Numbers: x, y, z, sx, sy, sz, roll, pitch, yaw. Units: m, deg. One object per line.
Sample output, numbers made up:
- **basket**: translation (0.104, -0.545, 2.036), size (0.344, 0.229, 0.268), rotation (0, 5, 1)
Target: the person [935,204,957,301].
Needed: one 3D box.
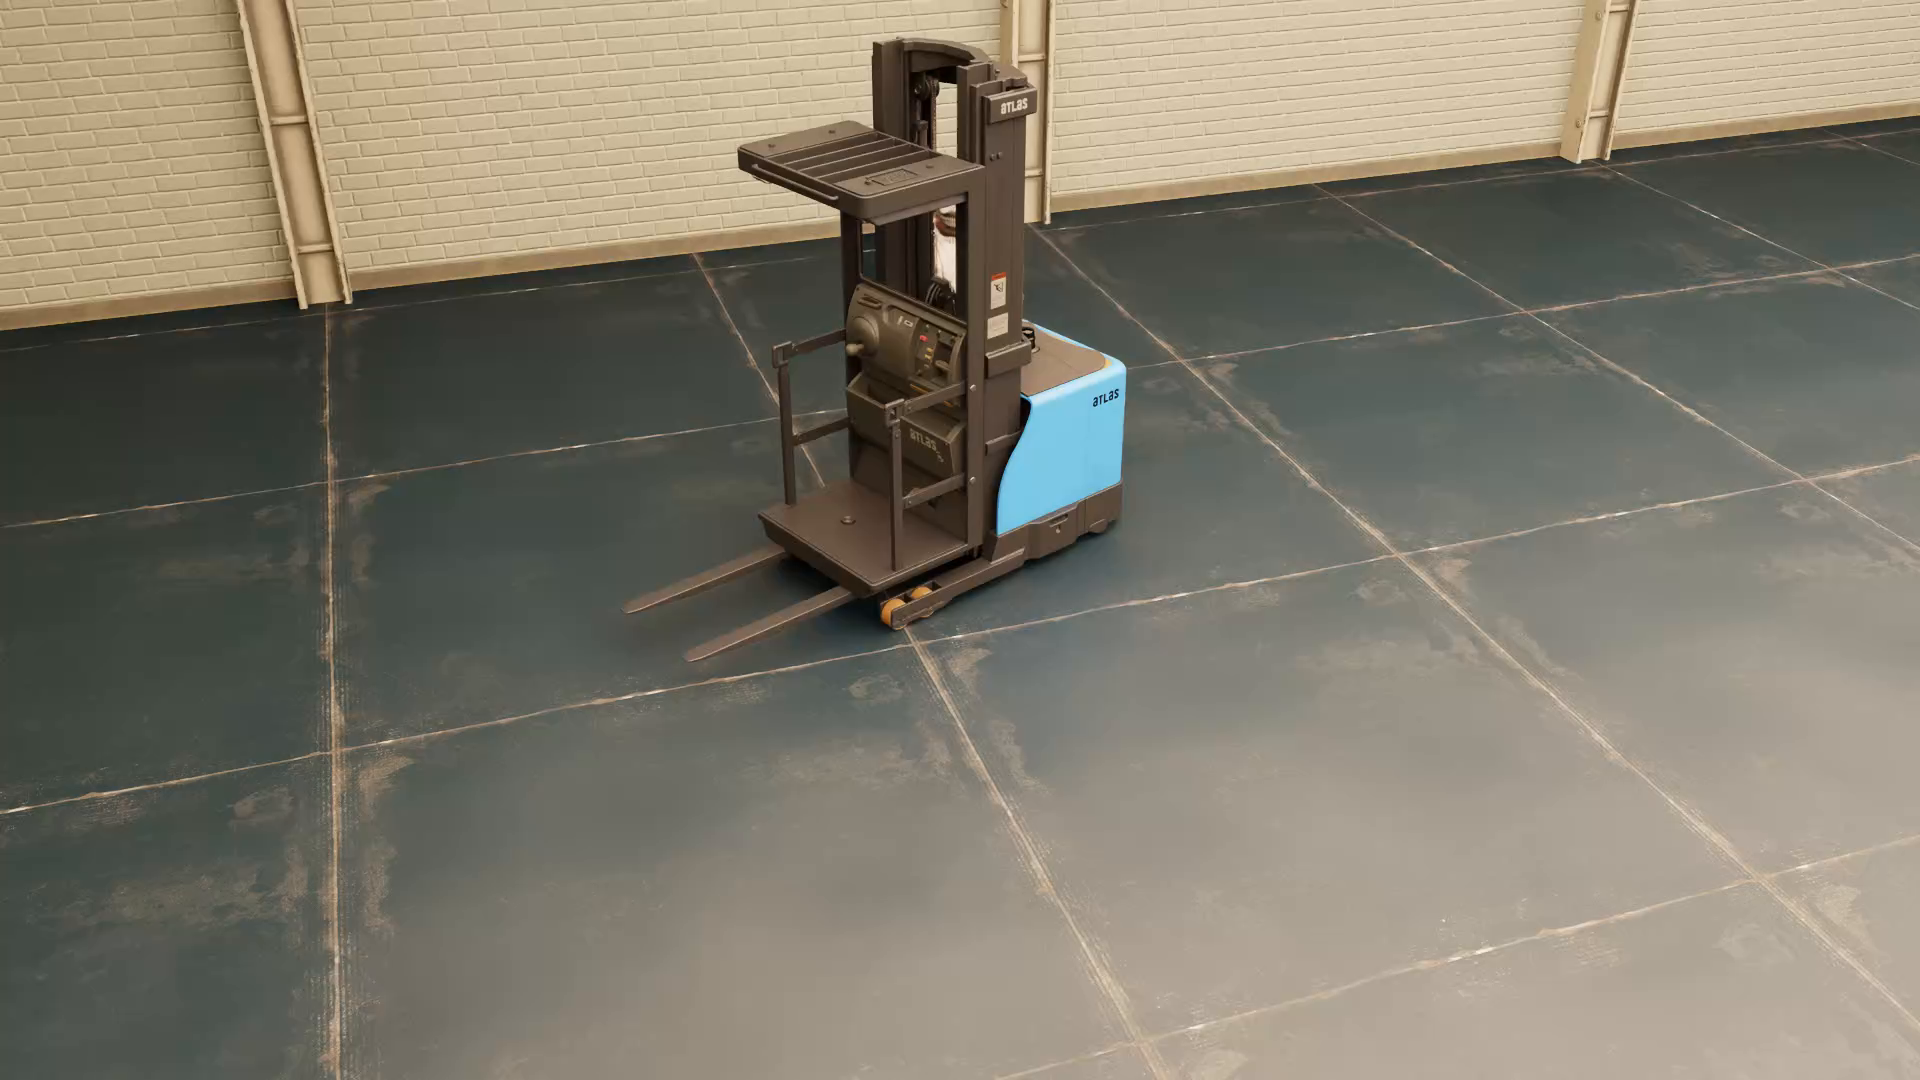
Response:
- **person**: translation (-0.061, -1.482, 10.931), size (0.951, 1.715, 0.451), rotation (-17, 34, -26)

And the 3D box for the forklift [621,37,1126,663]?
- **forklift**: translation (-0.461, -1.072, 8.951), size (3.031, 2.935, 1.130), rotation (-23, 37, -34)
